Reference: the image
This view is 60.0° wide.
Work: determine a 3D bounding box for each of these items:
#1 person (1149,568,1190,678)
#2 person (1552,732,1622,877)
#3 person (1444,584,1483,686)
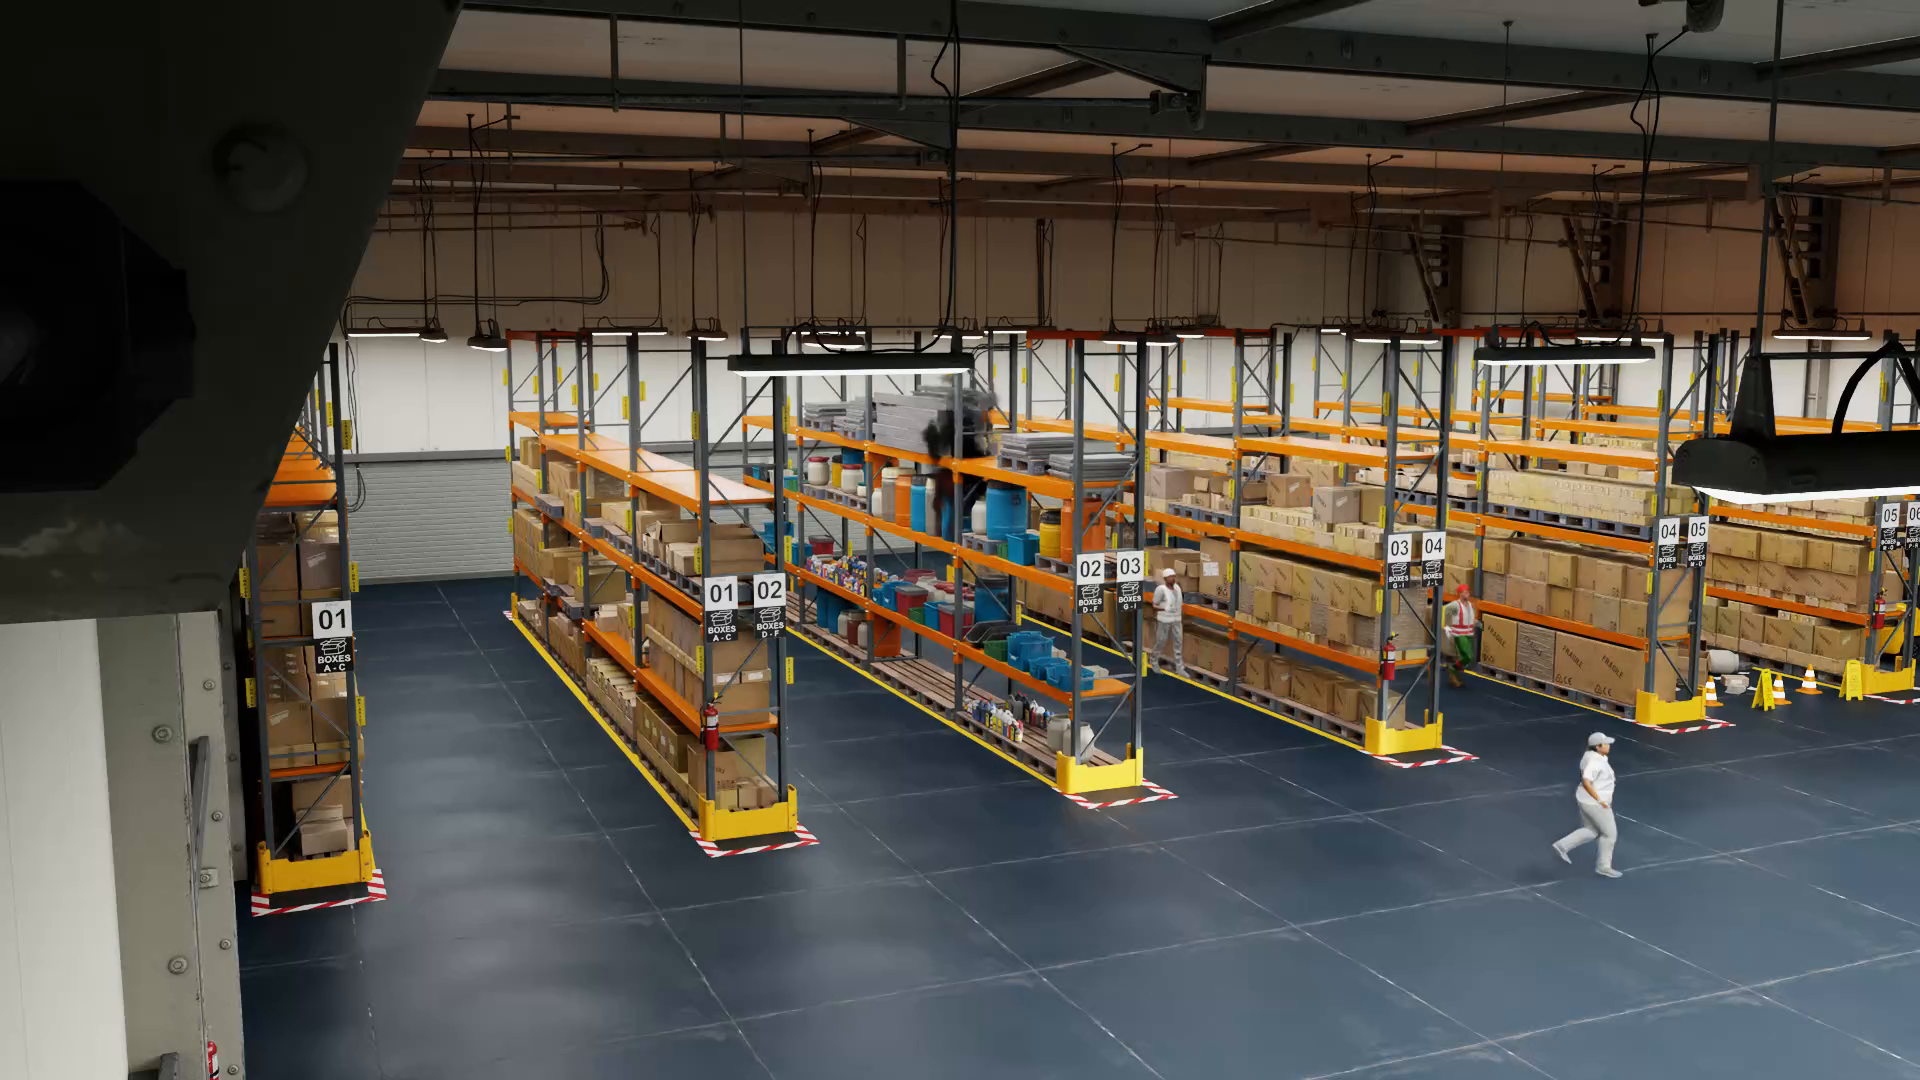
[{"bbox_3d":[3.499,1.378,27.744,0.684,1.821,0.911,-5,9,-31],"label":"person"},{"bbox_3d":[7.123,2.982,18.806,0.776,1.669,0.601,1,8,6],"label":"person"},{"bbox_3d":[8.539,1.621,28.160,0.646,1.743,0.650,-5,9,-32],"label":"person"}]
